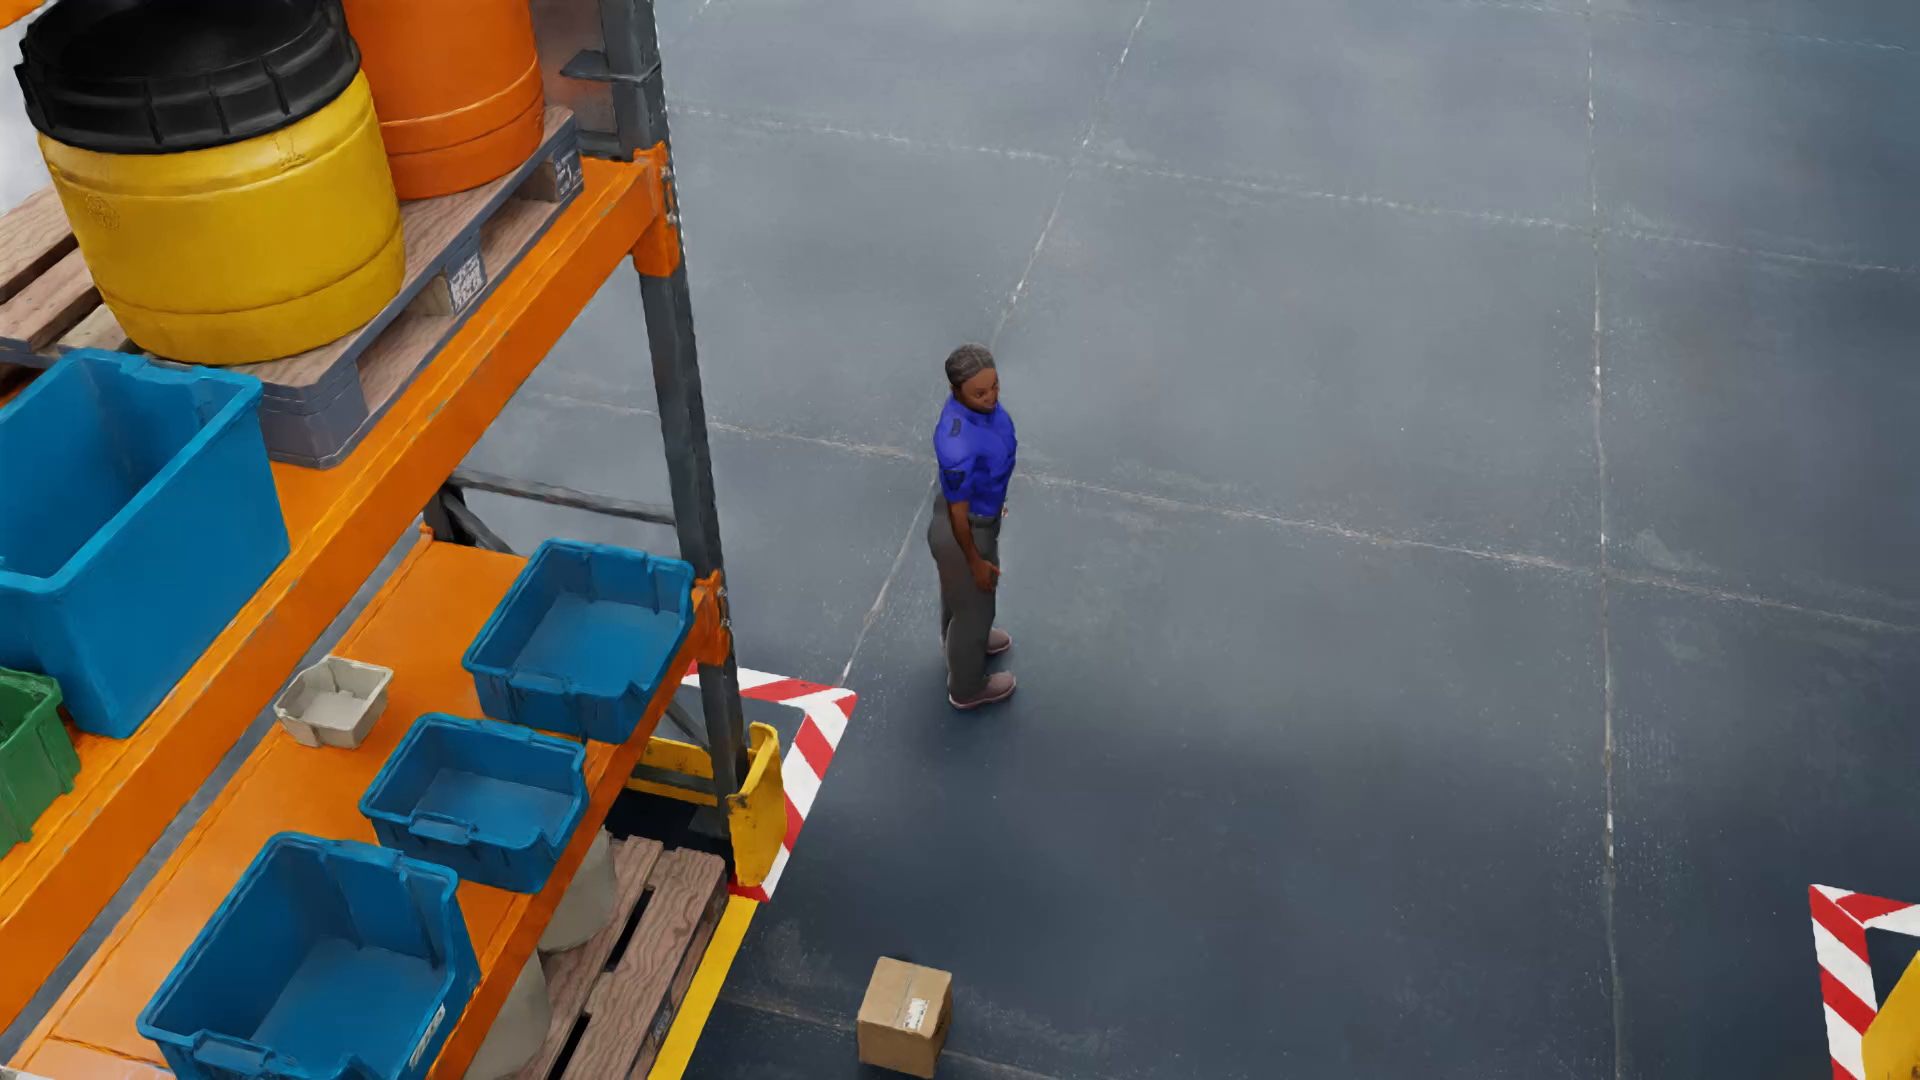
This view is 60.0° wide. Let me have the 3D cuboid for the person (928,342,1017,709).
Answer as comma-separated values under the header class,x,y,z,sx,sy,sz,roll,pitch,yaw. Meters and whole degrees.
class,x,y,z,sx,sy,sz,roll,pitch,yaw
person,0.061,-0.059,6.222,0.338,1.654,0.508,5,42,6
